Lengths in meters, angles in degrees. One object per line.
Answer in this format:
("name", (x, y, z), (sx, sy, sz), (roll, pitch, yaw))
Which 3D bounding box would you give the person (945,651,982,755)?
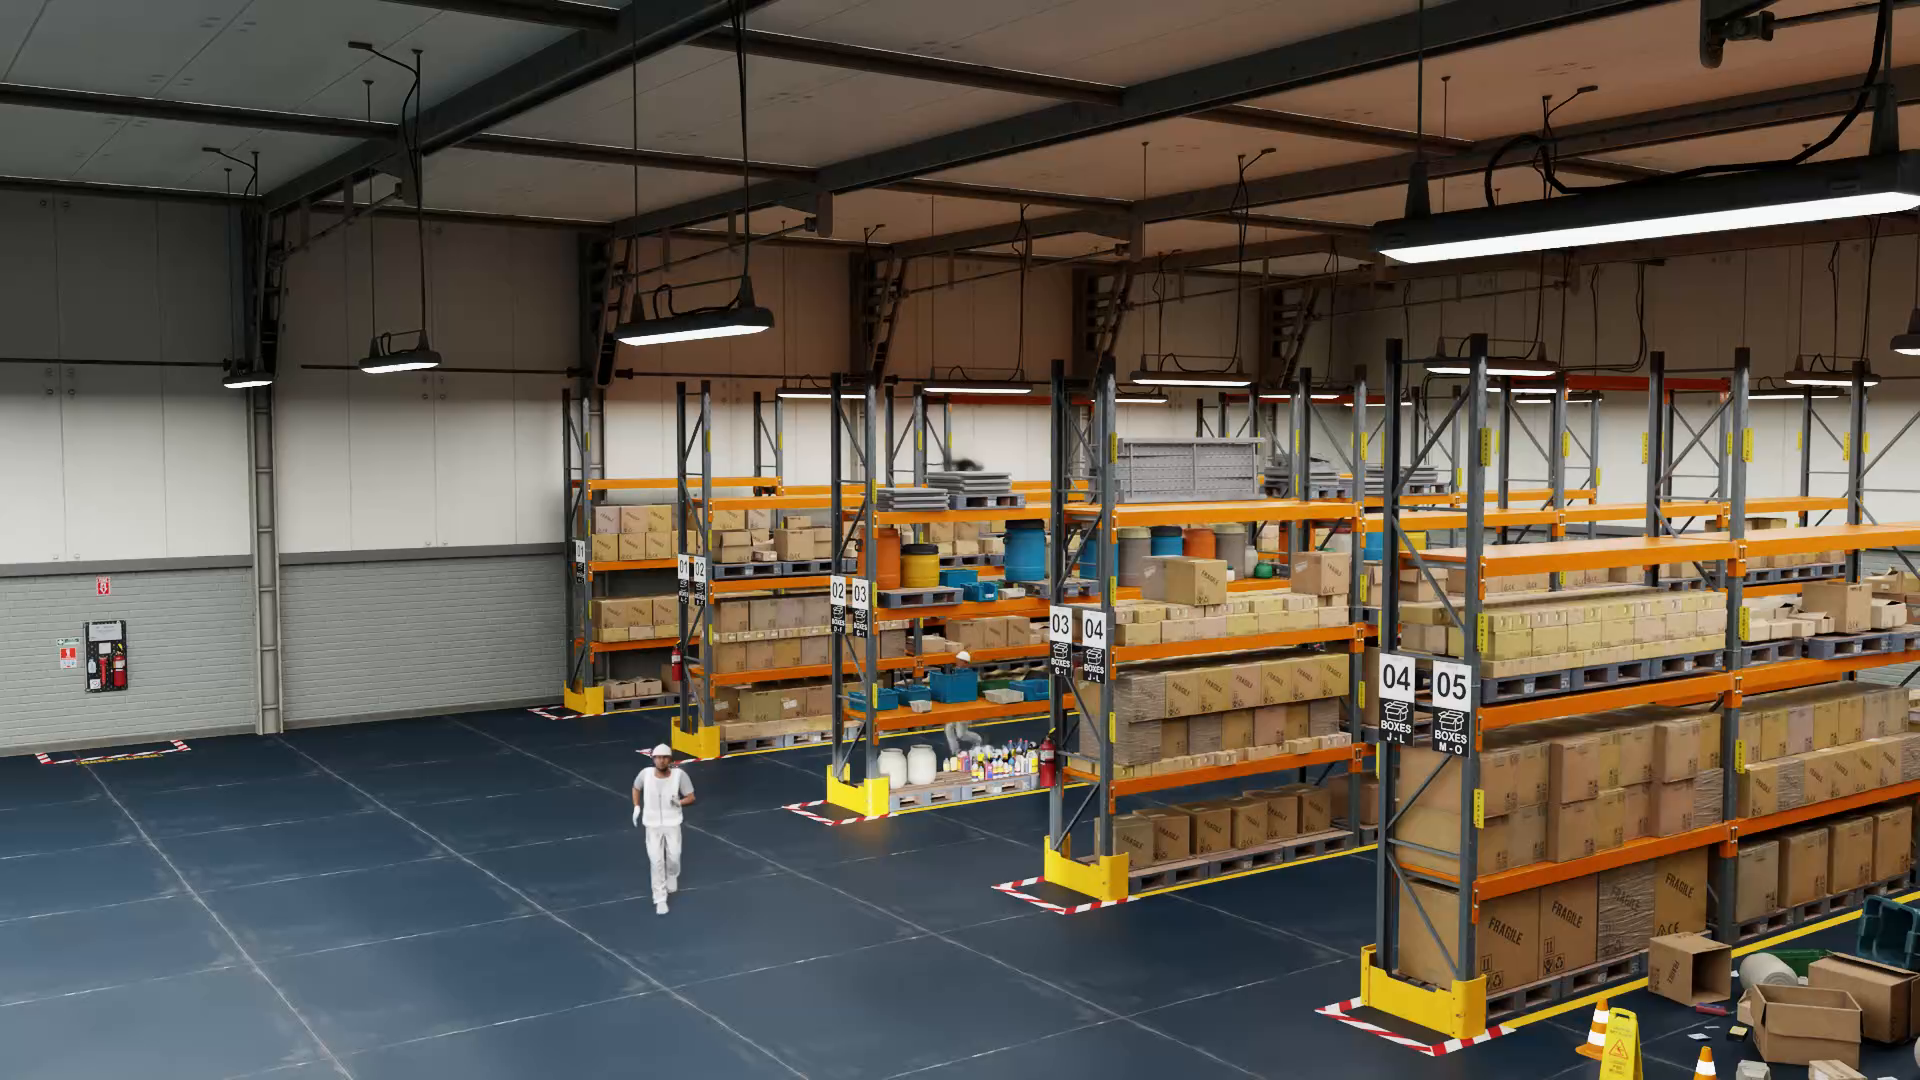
("person", (0.031, 2.616, 26.222), (0.661, 1.724, 0.647), (4, 5, 44))

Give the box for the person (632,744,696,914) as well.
("person", (-3.219, 3.085, 18.087), (0.686, 1.764, 0.979), (-1, 4, -8))
